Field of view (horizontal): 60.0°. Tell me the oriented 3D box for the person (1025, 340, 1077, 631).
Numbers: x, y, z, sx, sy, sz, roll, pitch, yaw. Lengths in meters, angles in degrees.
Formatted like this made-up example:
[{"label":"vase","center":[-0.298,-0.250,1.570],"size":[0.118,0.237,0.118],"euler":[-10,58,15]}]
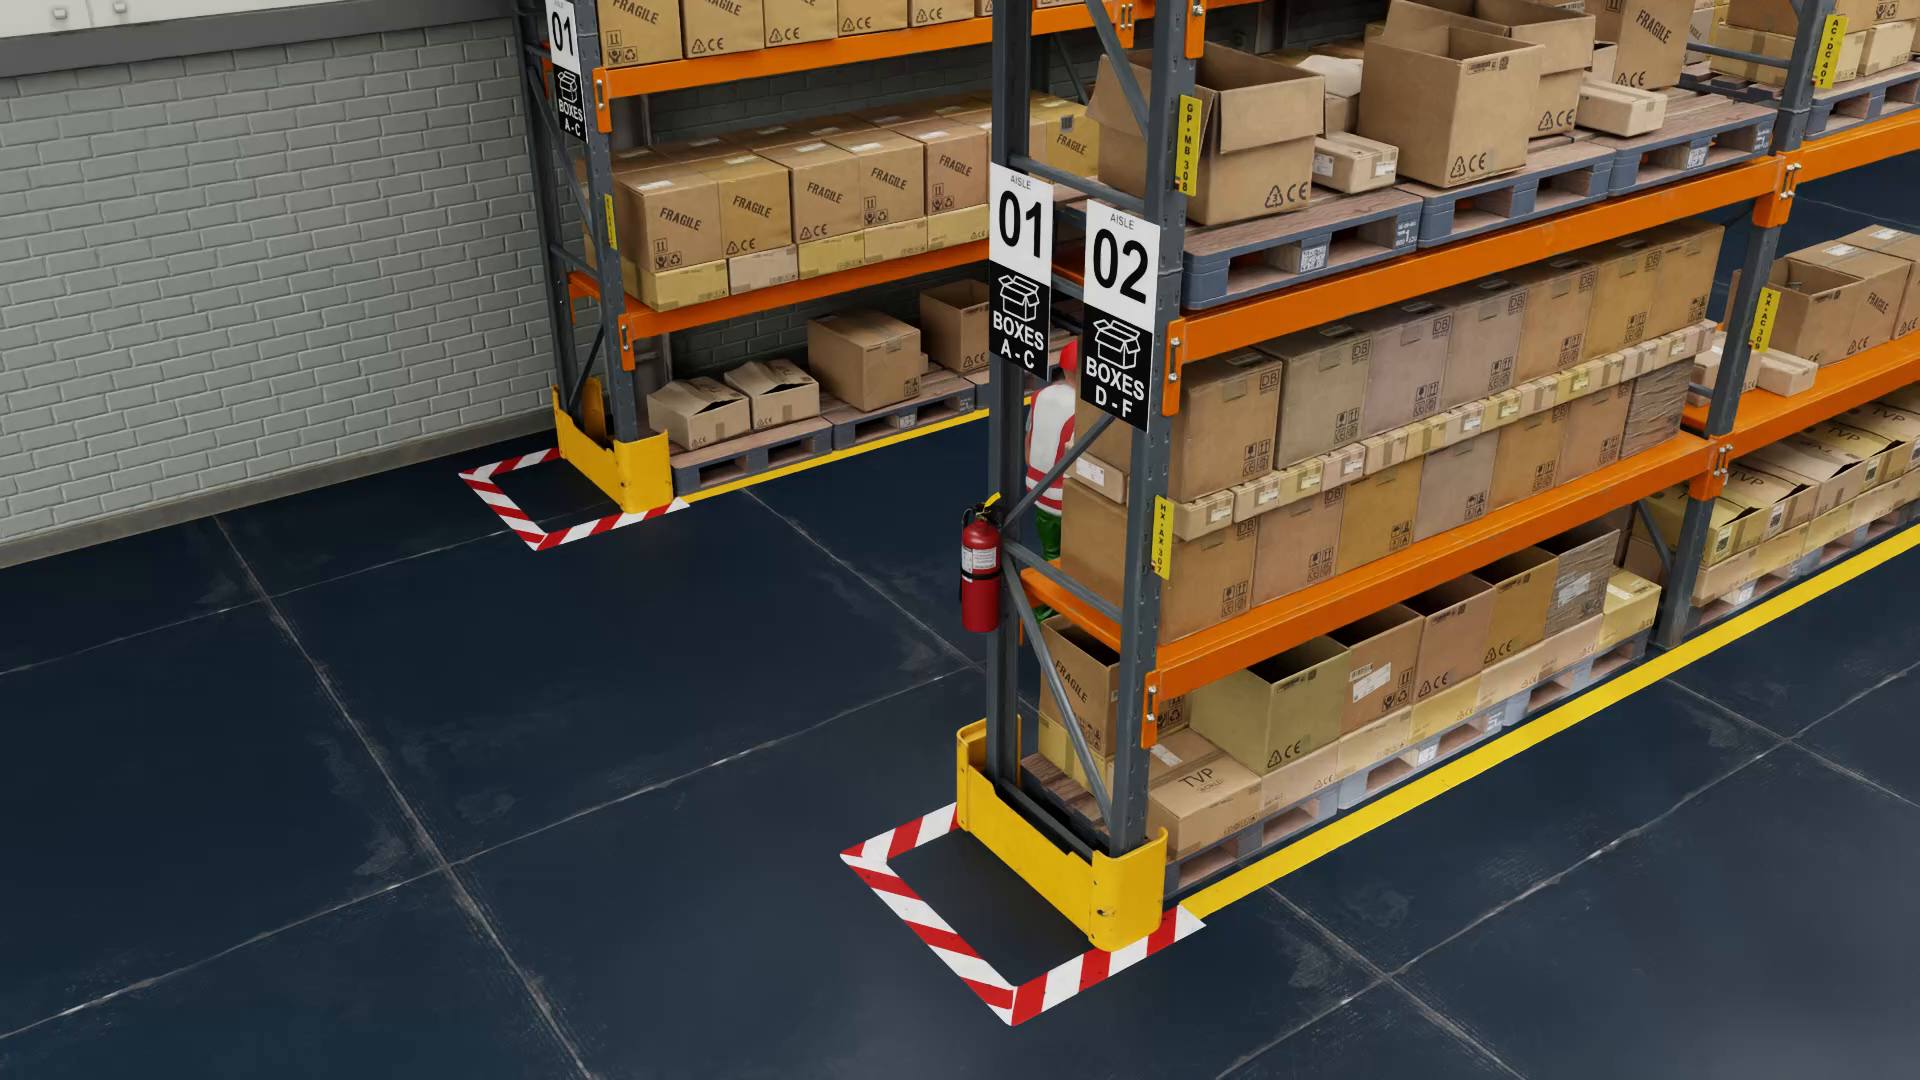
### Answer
[{"label":"person","center":[0.600,-0.233,9.041],"size":[0.454,1.777,0.607],"euler":[-20,34,-33]}]
